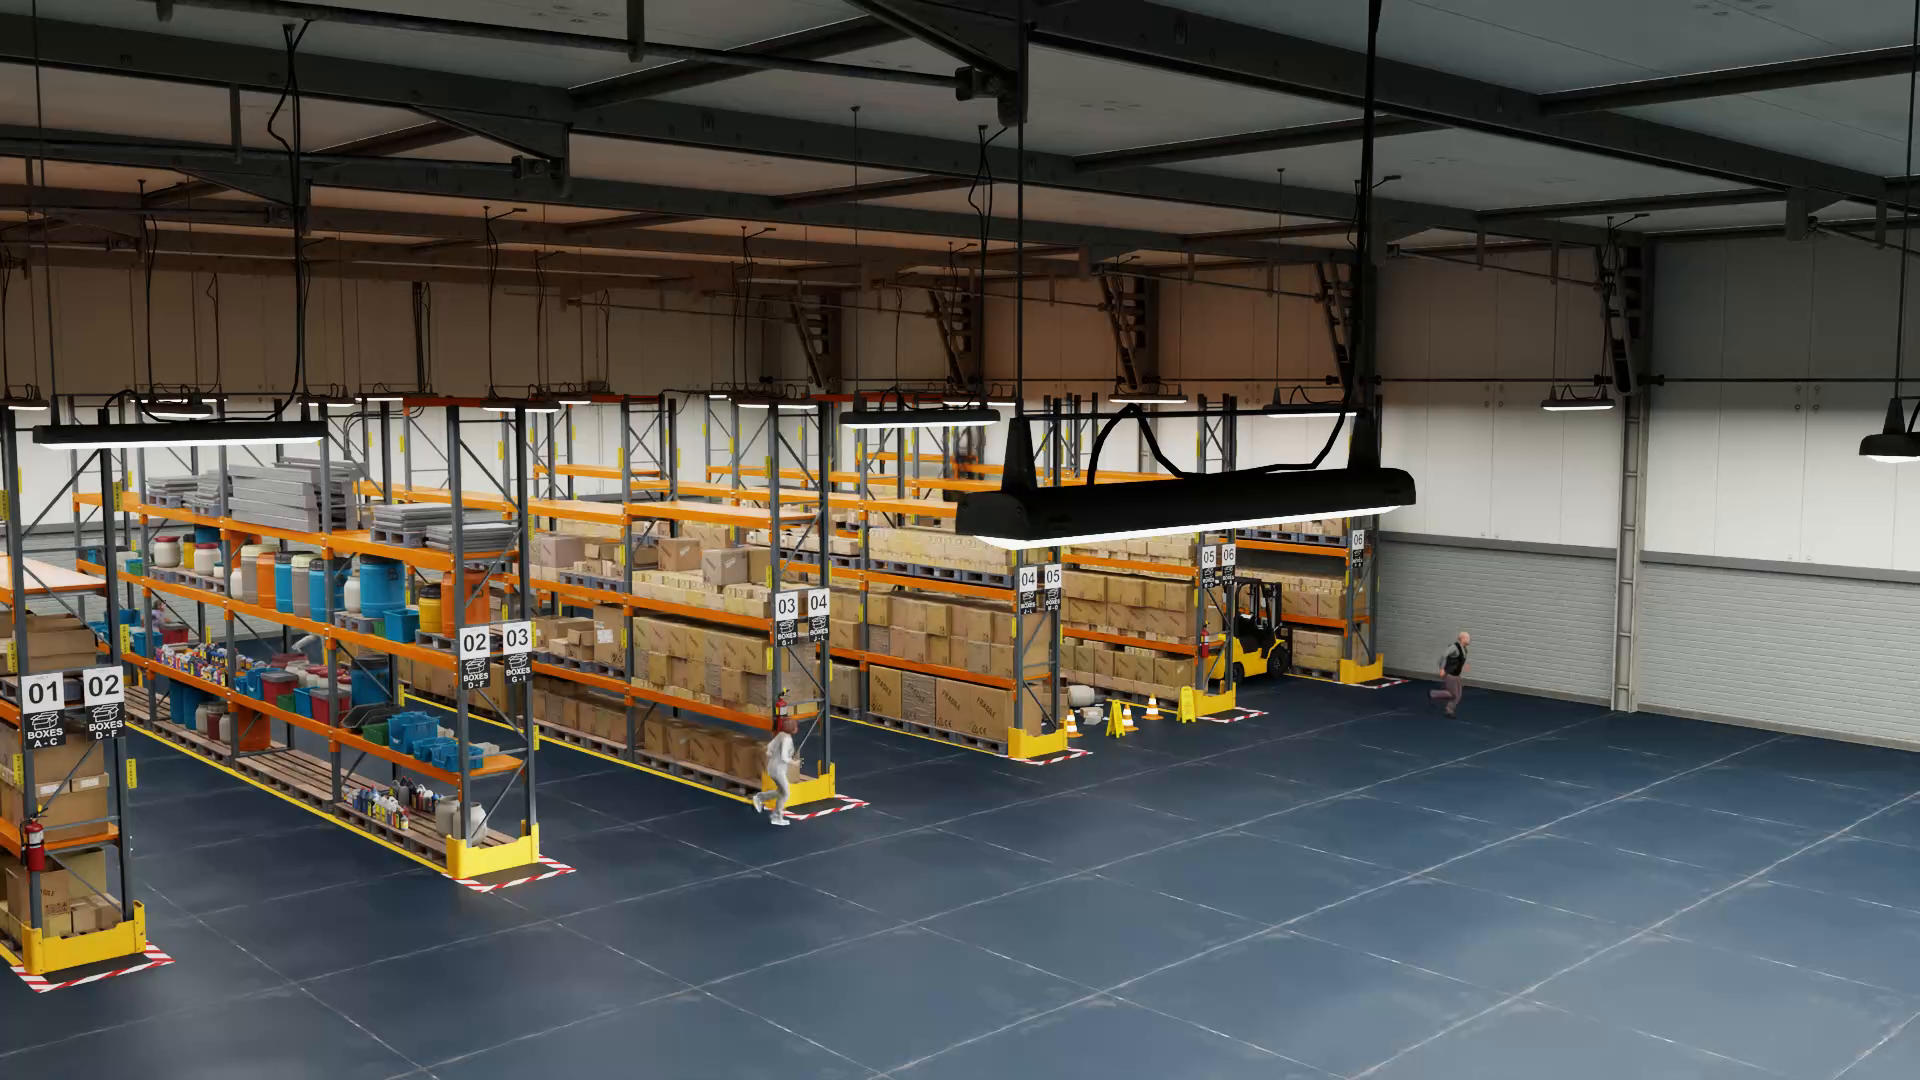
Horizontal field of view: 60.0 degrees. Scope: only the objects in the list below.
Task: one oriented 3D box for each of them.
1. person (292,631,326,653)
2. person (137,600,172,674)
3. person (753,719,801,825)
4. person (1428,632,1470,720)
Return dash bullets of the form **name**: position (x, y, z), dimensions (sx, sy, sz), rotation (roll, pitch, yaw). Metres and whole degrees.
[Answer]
- **person**: position (-14.565, 1.901, 37.551), dimensions (1.029, 1.711, 0.562), rotation (-1, 6, -6)
- **person**: position (-17.349, 2.085, 35.744), dimensions (0.807, 1.570, 0.591), rotation (-4, 7, -36)
- **person**: position (-2.594, 3.304, 23.580), dimensions (0.689, 1.540, 0.507), rotation (-1, 6, -13)
- **person**: position (9.163, 2.522, 31.143), dimensions (0.766, 1.660, 0.653), rotation (4, 7, 34)
